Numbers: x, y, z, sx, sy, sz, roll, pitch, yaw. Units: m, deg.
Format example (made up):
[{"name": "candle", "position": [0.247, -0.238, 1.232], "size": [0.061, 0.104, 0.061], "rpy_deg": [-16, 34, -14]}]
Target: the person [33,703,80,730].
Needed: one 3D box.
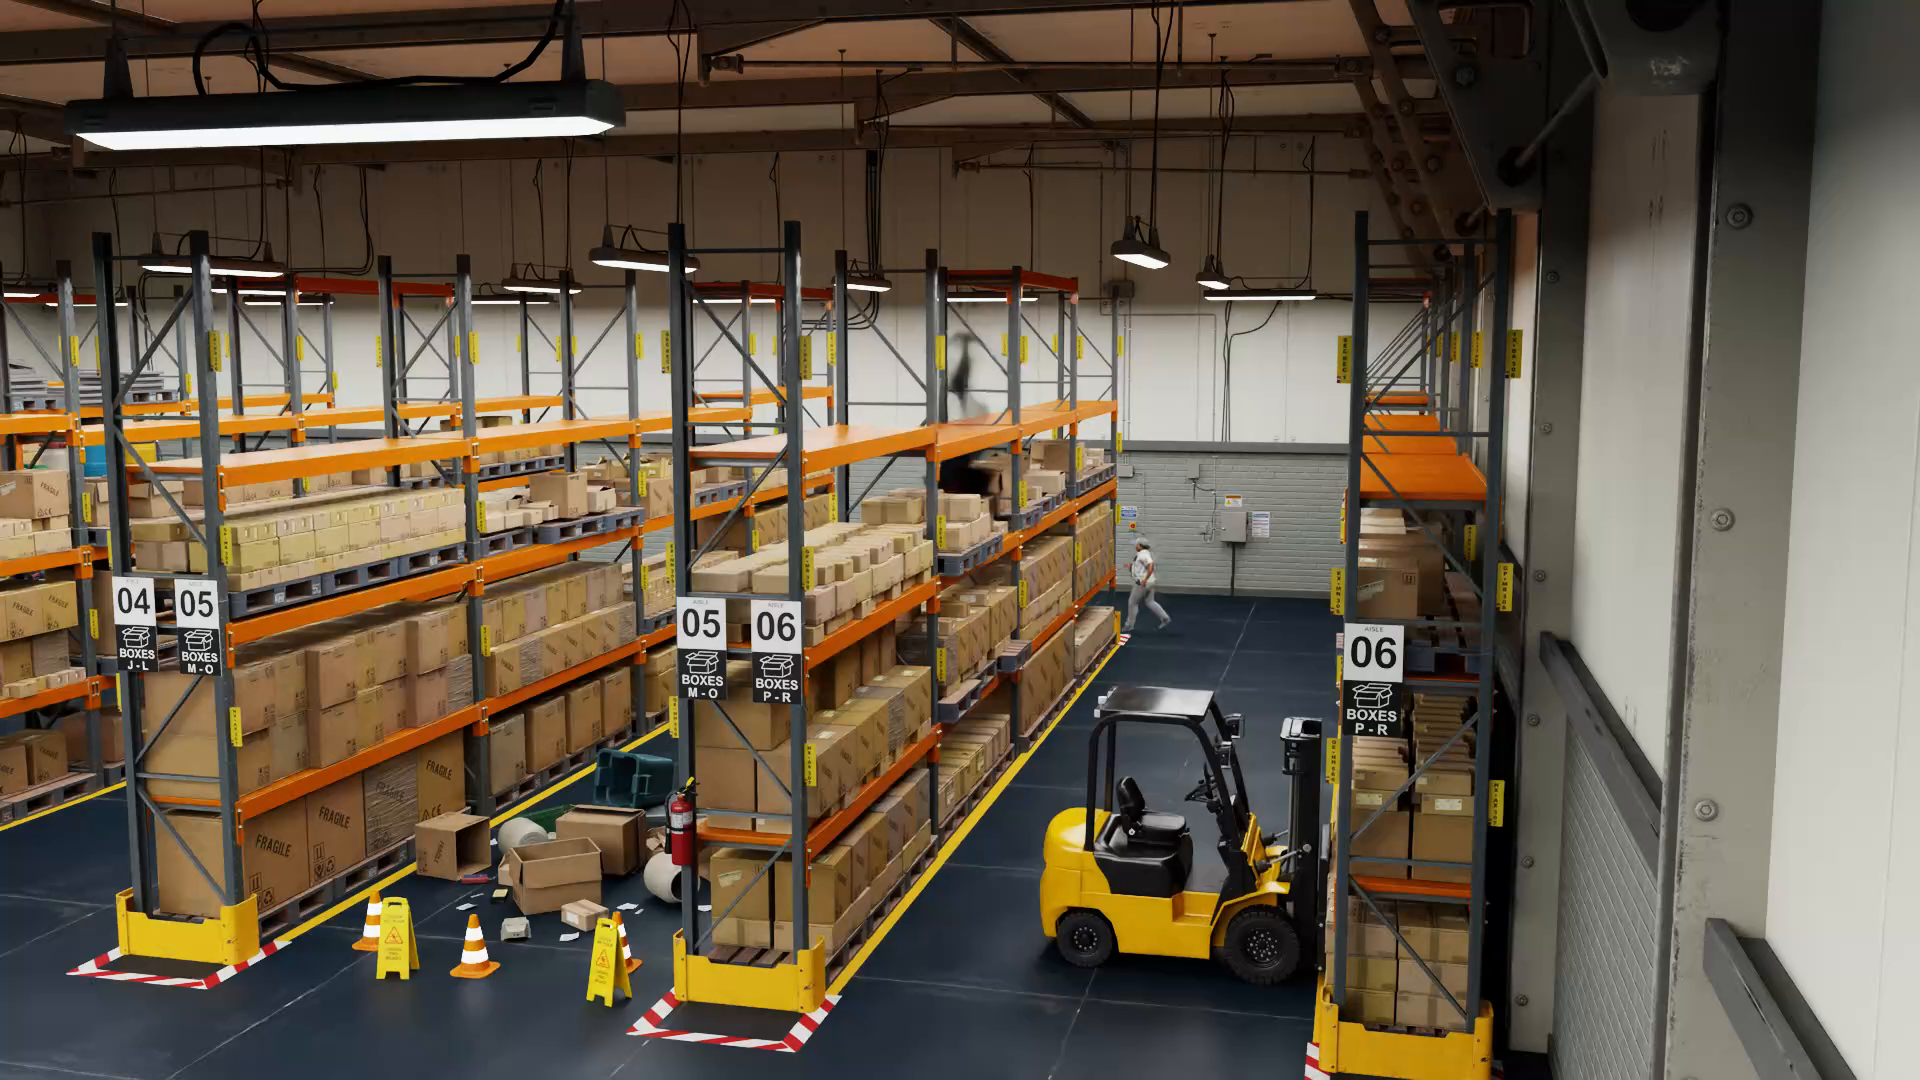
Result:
[{"name": "person", "position": [-11.588, 1.752, 21.023], "size": [0.711, 1.765, 0.880], "rpy_deg": [2, 7, 13]}]

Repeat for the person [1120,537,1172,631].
[{"name": "person", "position": [3.230, 0.789, 29.005], "size": [0.933, 1.662, 0.598], "rpy_deg": [3, 7, 21]}]
